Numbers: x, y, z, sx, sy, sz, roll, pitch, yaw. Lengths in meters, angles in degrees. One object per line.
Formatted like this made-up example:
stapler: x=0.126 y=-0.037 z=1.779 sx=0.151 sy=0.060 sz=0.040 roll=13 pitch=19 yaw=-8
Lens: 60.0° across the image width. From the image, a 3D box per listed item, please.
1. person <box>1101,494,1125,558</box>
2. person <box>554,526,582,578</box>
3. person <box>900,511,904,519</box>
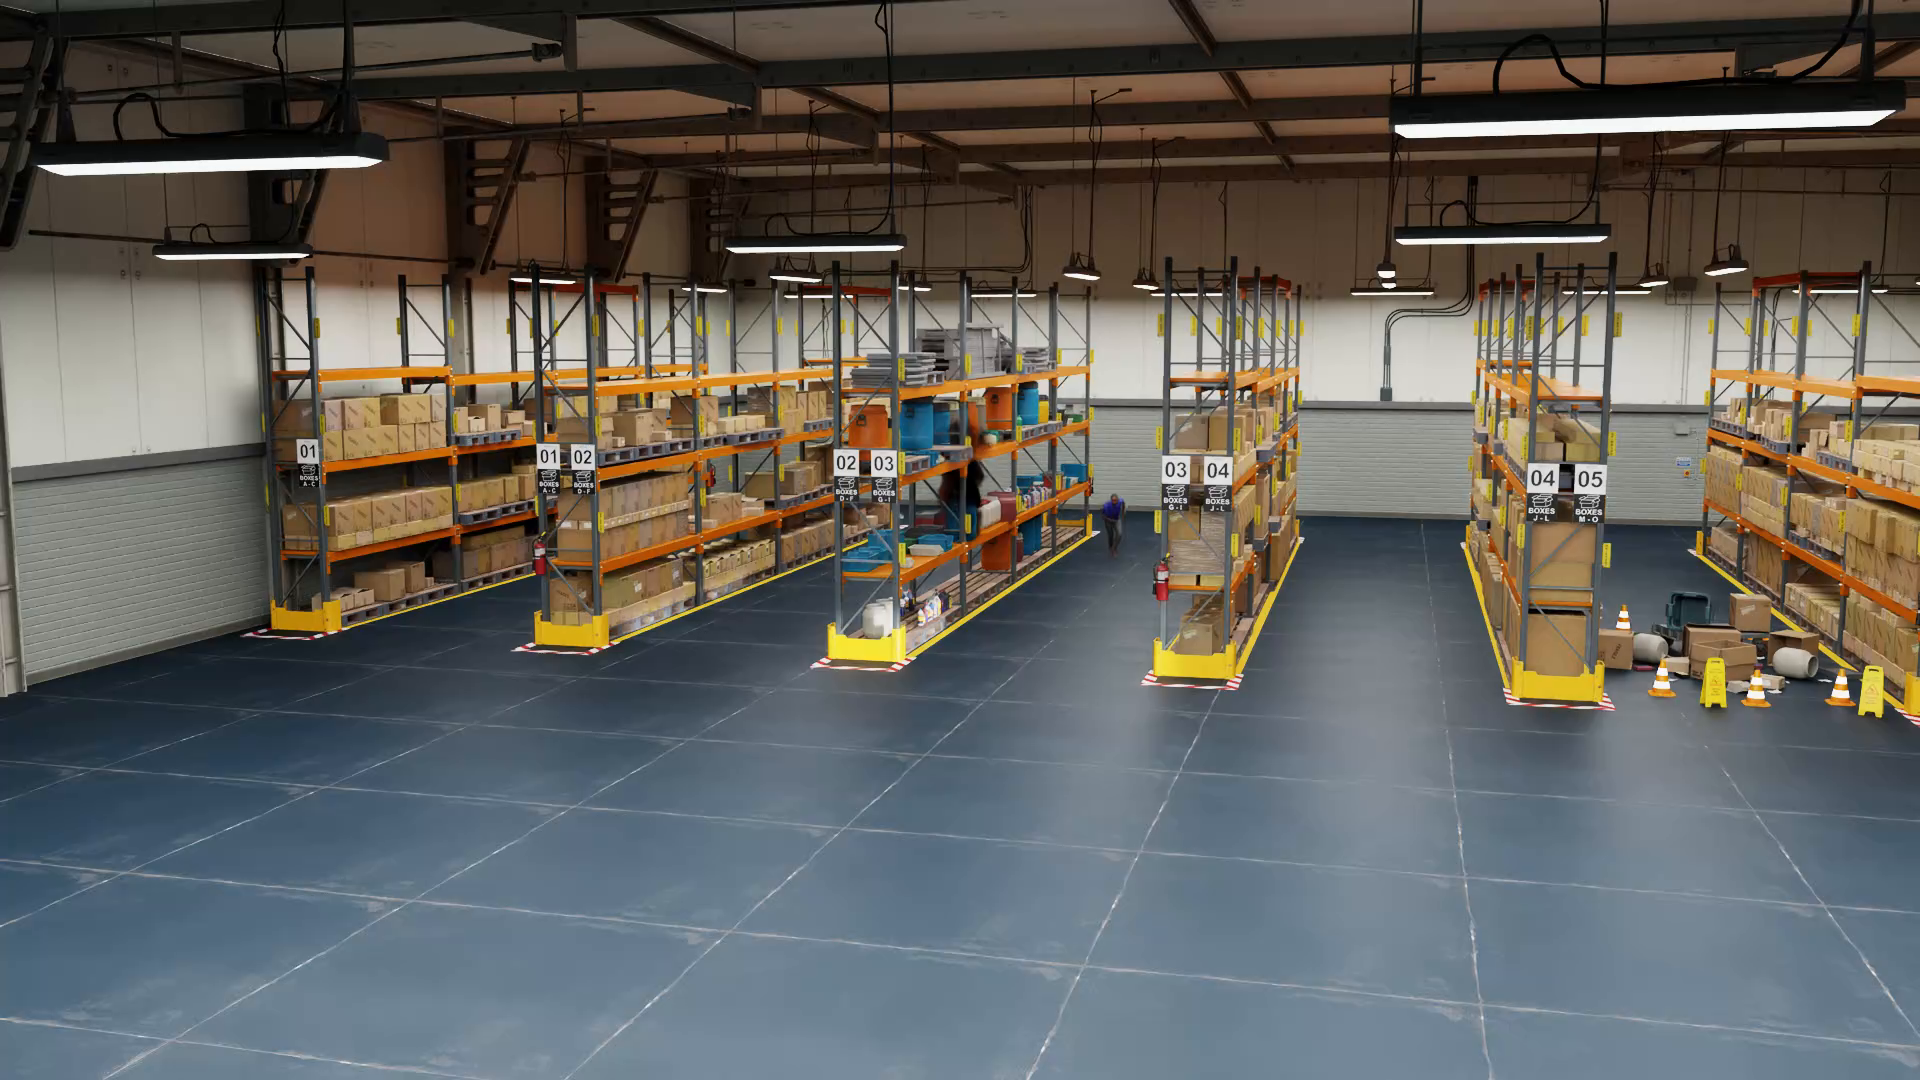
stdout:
person: x=3.360 y=-0.355 z=36.875 sx=0.567 sy=1.450 sz=1.095 roll=-1 pitch=7 yaw=-6
person: x=-7.020 y=0.359 z=29.902 sx=0.652 sy=1.791 sz=0.888 roll=1 pitch=7 yaw=4
person: x=-1.816 y=-1.381 z=43.874 sx=0.554 sy=1.586 sz=0.905 roll=-7 pitch=10 yaw=-44
